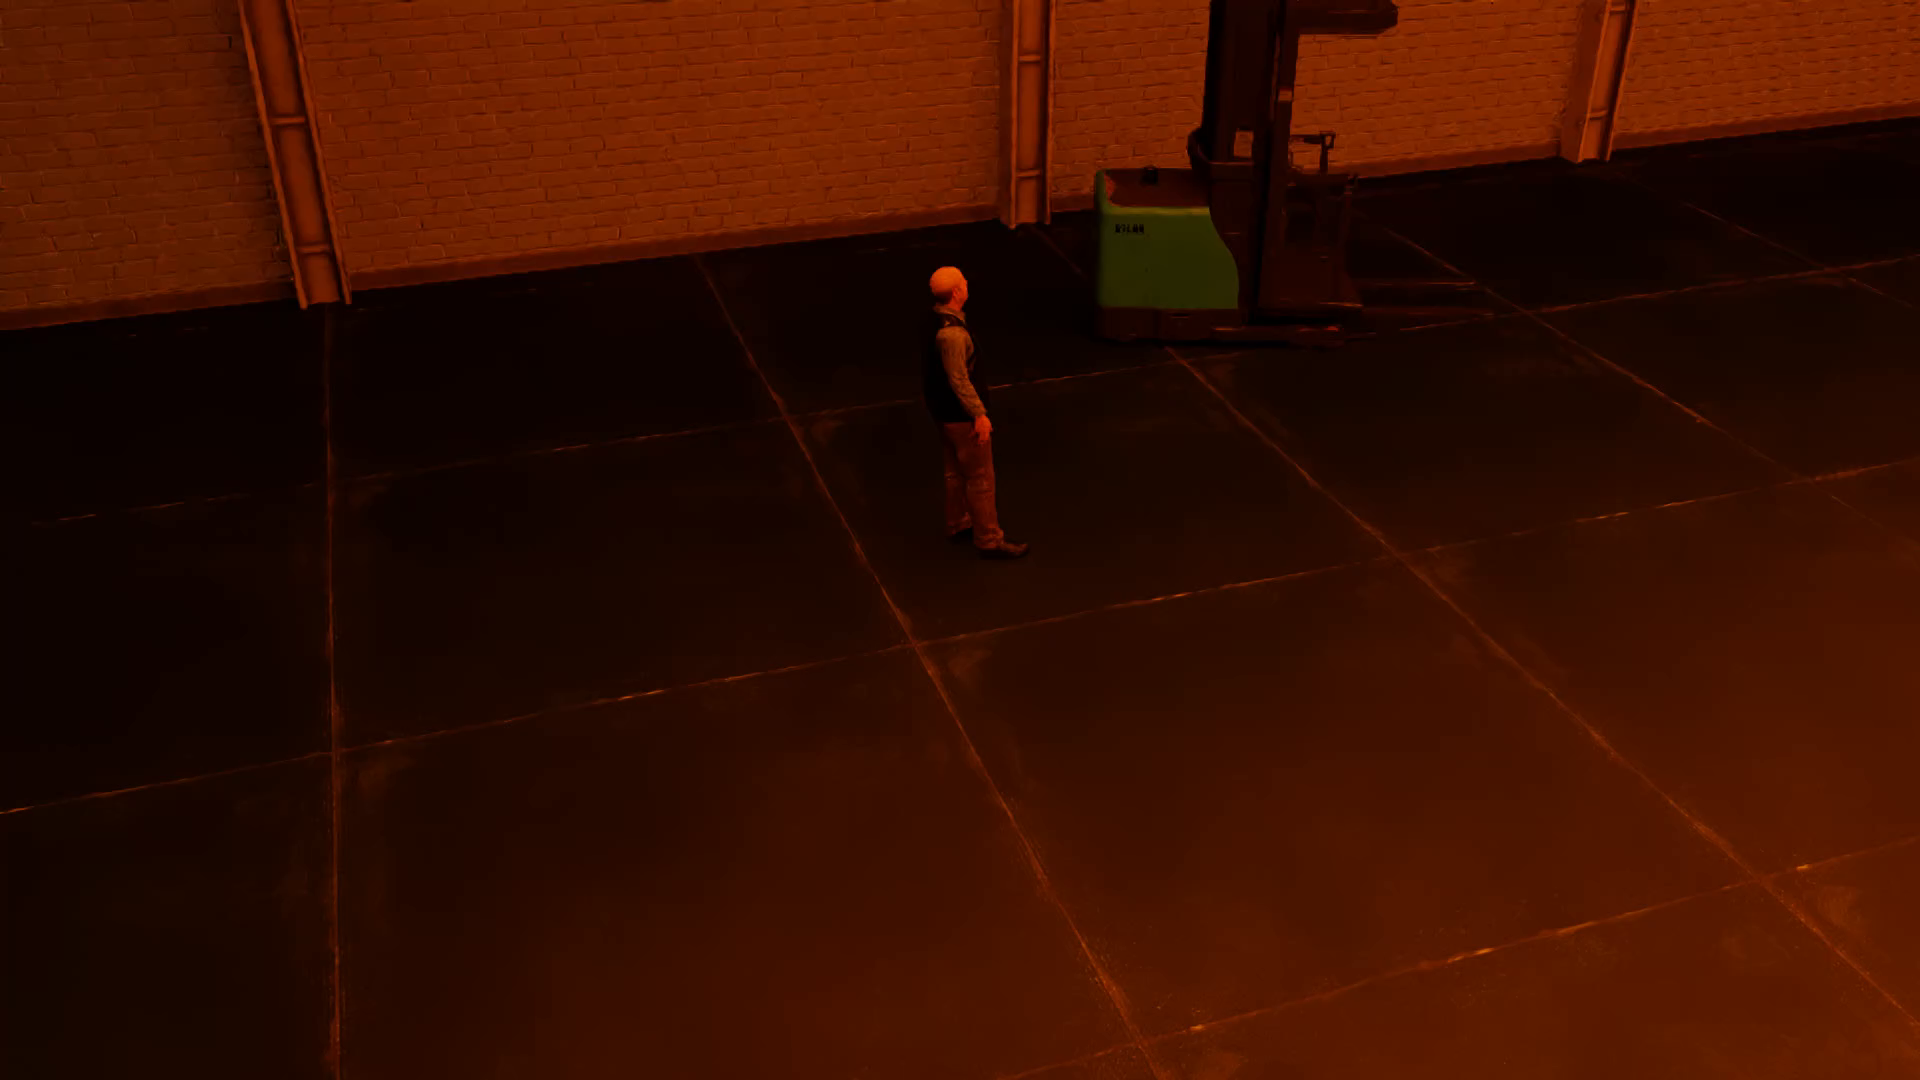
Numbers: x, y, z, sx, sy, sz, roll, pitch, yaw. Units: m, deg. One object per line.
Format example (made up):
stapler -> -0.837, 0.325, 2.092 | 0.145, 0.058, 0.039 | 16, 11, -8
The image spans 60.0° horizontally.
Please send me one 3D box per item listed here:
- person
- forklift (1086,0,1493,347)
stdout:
person -> 0.062, -0.758, 9.604 | 0.567, 1.720, 0.632 | -10, 31, -16
forklift -> 2.534, -2.993, 12.288 | 3.031, 2.935, 1.130 | -1, 30, -1
